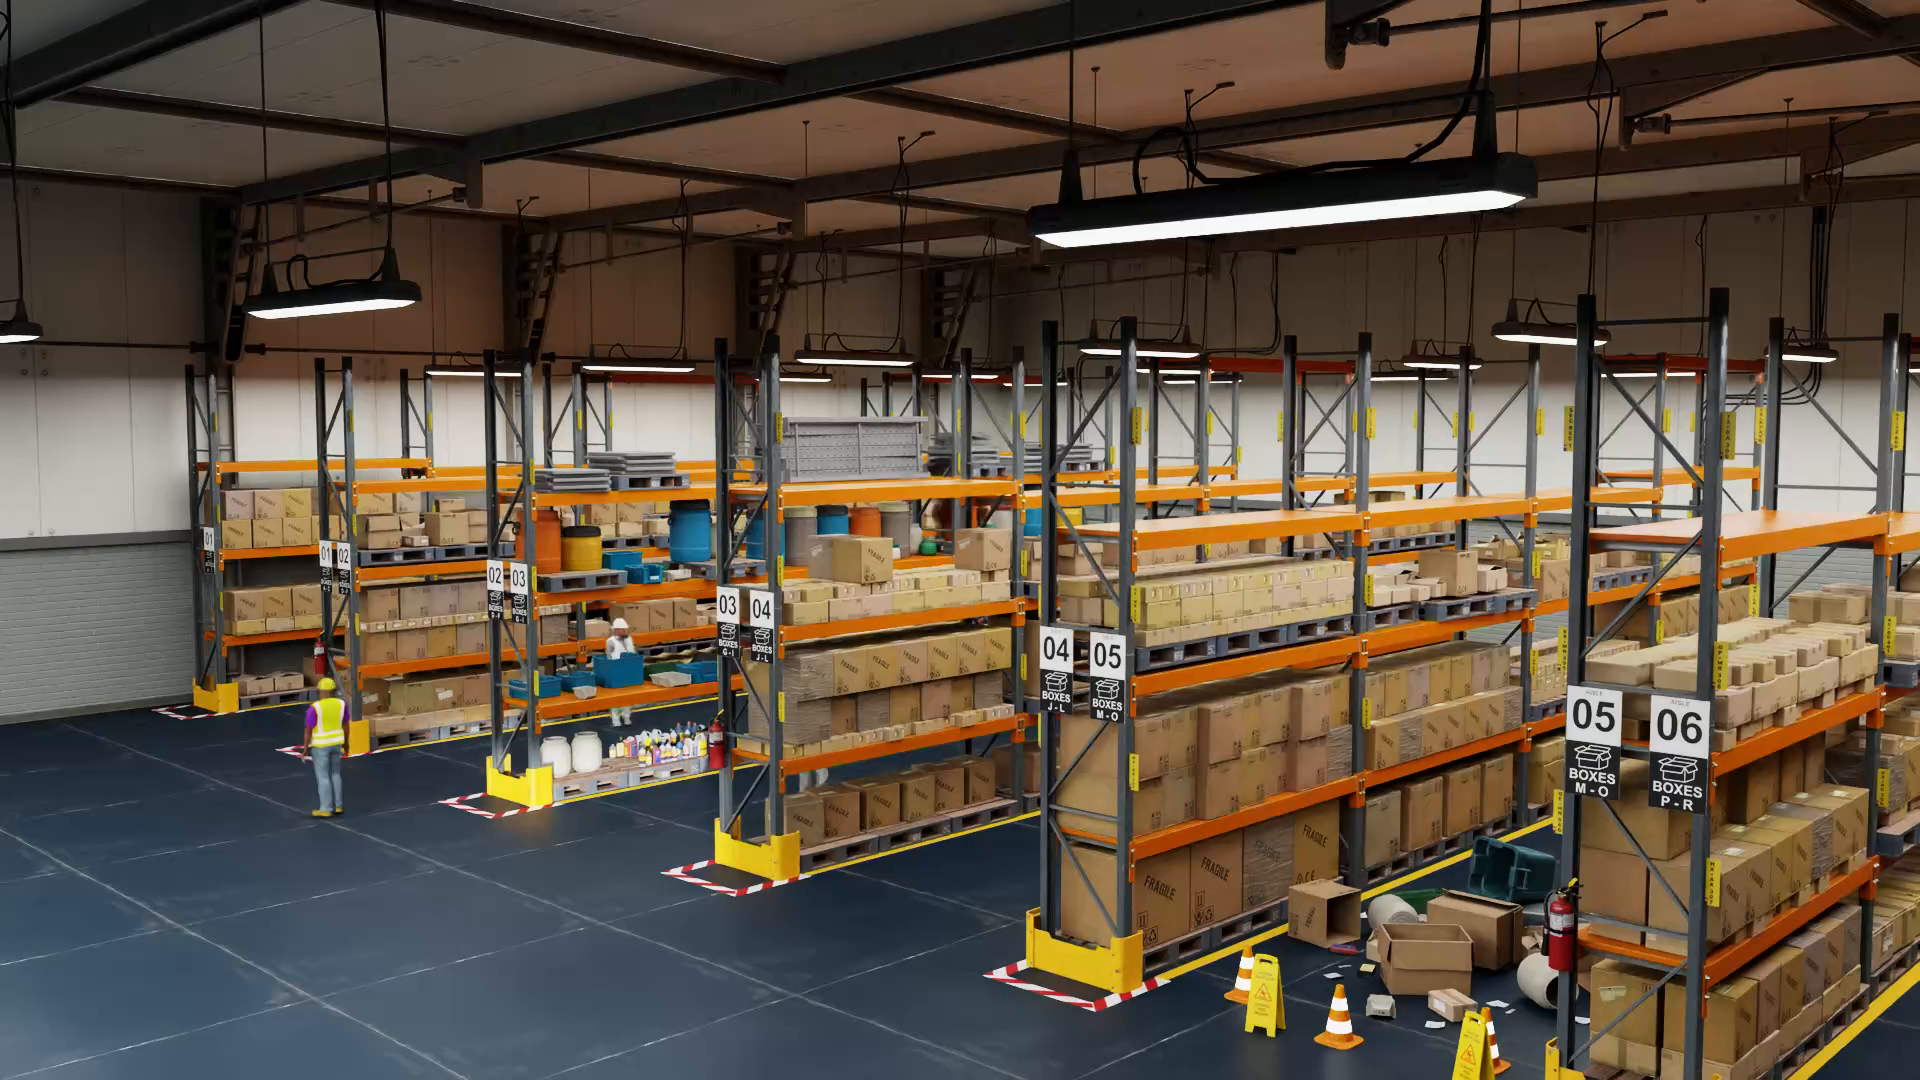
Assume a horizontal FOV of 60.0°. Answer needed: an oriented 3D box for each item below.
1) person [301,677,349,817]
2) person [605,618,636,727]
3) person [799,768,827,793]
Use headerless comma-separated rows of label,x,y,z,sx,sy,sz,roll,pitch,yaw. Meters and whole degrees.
person,-8.120,2.655,21.287,0.366,1.793,0.672,3,5,36
person,-5.594,2.177,27.446,0.570,1.790,0.403,-4,6,-41
person,-1.974,2.595,21.935,0.566,1.813,0.431,0,4,-3
